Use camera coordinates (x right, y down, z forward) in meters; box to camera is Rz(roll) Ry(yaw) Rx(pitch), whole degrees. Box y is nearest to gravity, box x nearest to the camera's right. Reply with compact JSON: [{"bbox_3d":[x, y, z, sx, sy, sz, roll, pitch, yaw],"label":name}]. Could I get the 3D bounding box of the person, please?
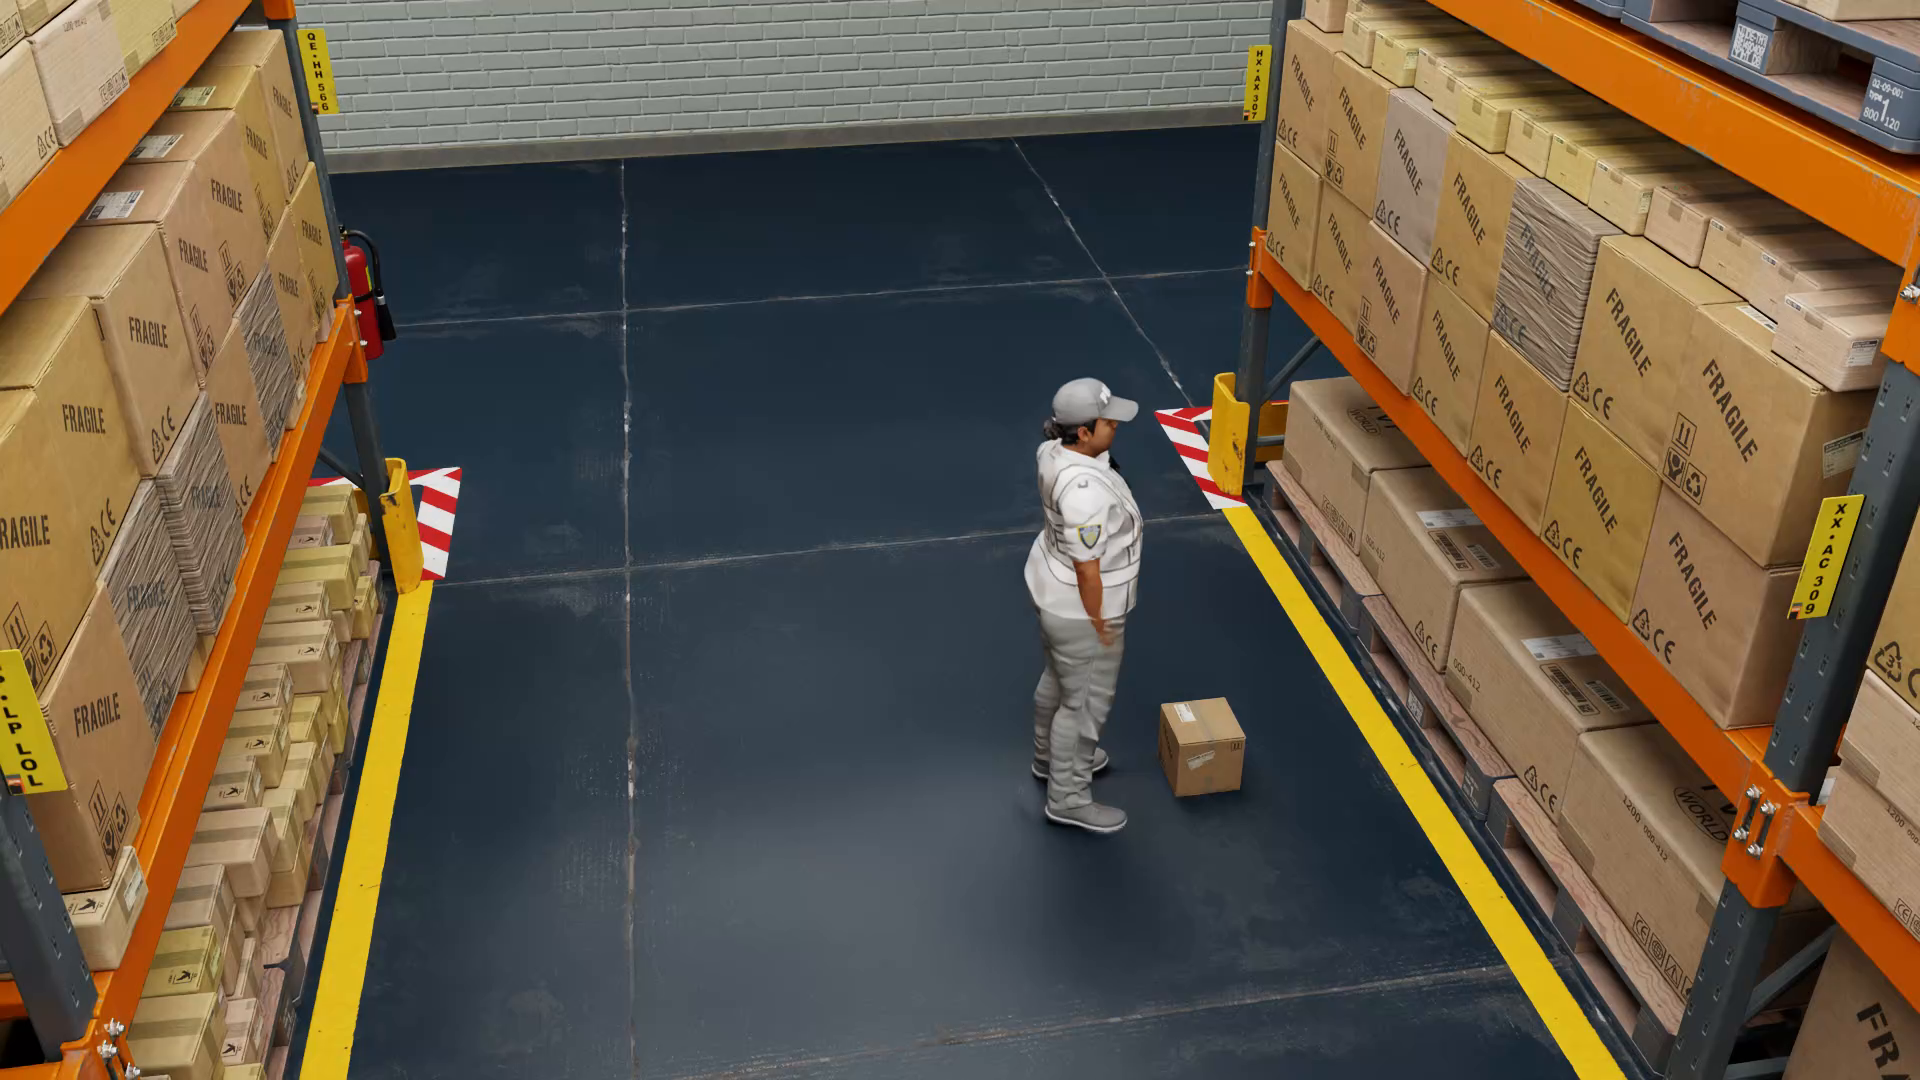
[{"bbox_3d":[0.429,0.218,5.771,0.388,1.678,0.511,-5,31,-9],"label":"person"}]
